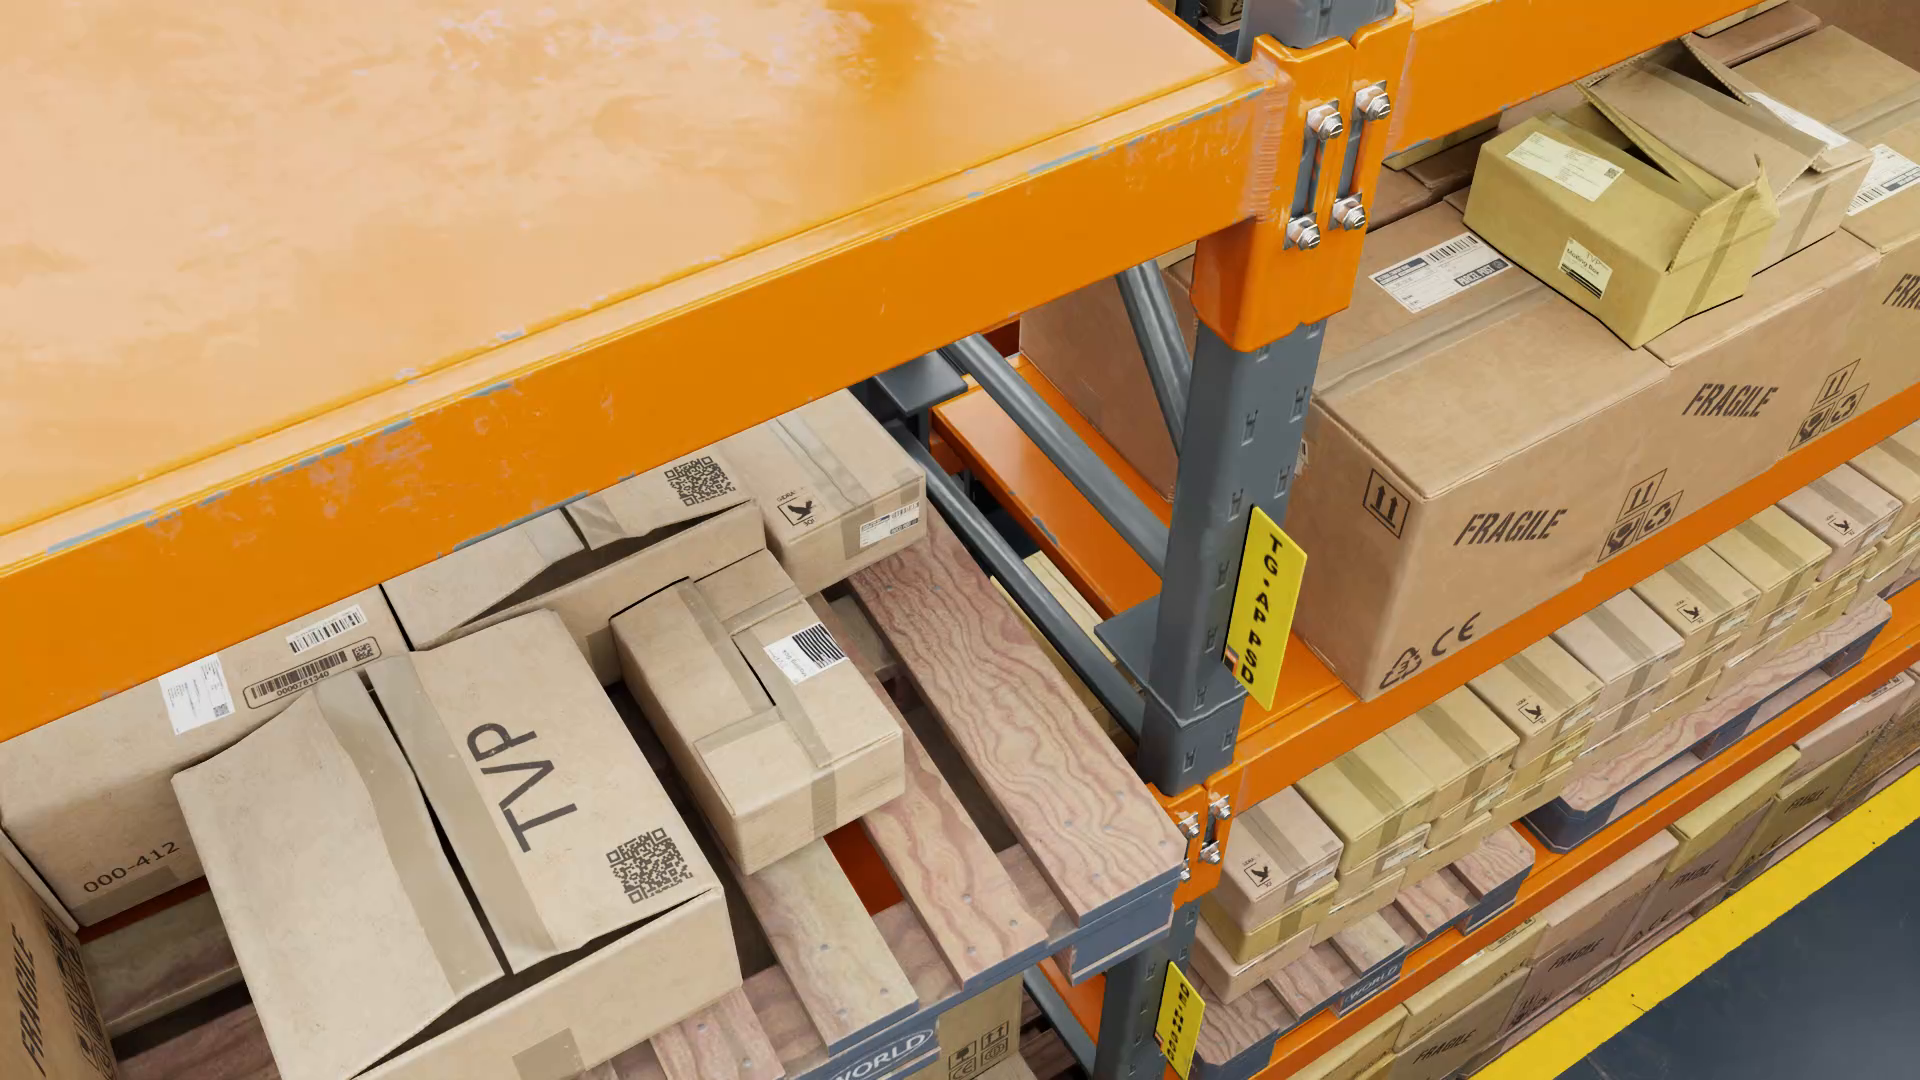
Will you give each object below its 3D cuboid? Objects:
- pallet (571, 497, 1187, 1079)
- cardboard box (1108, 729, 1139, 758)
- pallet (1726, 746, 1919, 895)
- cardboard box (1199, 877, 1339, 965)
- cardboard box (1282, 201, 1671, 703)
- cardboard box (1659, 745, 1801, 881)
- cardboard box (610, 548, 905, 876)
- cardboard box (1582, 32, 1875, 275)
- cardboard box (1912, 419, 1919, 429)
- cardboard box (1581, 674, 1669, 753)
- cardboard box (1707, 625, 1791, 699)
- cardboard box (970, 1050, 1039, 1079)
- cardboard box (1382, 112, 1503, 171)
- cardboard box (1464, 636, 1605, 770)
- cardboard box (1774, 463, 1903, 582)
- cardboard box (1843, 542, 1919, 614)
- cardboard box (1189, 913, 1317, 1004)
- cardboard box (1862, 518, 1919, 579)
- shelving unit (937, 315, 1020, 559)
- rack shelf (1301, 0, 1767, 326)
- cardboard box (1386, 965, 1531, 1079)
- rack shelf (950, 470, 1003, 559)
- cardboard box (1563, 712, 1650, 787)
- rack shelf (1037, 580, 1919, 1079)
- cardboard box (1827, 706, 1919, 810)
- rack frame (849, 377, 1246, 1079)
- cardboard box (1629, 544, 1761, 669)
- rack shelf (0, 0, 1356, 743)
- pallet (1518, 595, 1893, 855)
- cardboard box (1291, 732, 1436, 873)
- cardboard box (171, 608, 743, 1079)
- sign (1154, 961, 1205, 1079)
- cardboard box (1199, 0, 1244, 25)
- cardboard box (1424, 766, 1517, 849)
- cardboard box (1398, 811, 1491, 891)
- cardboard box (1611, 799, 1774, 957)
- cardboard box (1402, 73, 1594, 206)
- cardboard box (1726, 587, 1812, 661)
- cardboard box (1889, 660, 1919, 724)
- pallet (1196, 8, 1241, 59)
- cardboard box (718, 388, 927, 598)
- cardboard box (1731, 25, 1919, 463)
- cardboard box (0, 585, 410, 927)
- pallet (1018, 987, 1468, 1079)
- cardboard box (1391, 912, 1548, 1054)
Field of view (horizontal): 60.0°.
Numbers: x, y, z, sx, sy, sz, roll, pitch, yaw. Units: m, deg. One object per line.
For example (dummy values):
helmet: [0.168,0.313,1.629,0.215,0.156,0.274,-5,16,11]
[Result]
pallet: [-0.407,0.294,2.543,1.003,0.211,1.213,-23,52,-19]
cardboard box: [0.281,0.396,4.221,0.250,0.149,0.380,-24,53,-20]
pallet: [2.835,0.583,6.035,1.213,0.211,1.003,-25,53,-21]
cardboard box: [0.625,0.718,3.735,0.250,0.149,0.380,-23,52,-19]
cardboard box: [0.735,-0.152,2.746,0.500,0.500,0.500,-25,53,-21]
cardboard box: [2.116,0.659,4.990,0.500,0.250,0.500,-27,54,-22]
cardboard box: [-0.280,0.223,2.287,0.250,0.166,0.380,-25,53,-21]
cardboard box: [1.229,-0.666,2.692,0.258,0.266,0.396,-25,53,-21]
cardboard box: [2.589,-0.312,4.453,0.250,0.149,0.380,-25,53,-21]
cardboard box: [1.502,0.301,4.107,0.250,0.149,0.380,-25,53,-21]
cardboard box: [1.937,0.199,4.396,0.250,0.149,0.380,-27,54,-22]
cardboard box: [-0.128,1.254,3.503,0.500,0.500,0.500,-25,53,-21]
cardboard box: [0.739,-0.886,2.888,0.258,0.266,0.396,-25,53,-21]
cardboard box: [1.264,0.314,3.896,0.250,0.149,0.380,-27,54,-22]
cardboard box: [2.154,-0.107,4.271,0.250,0.149,0.380,-27,54,-22]
cardboard box: [2.387,-0.012,4.584,0.250,0.149,0.380,-27,54,-22]
cardboard box: [0.596,0.832,3.833,0.250,0.149,0.380,-26,53,-21]
cardboard box: [2.378,-0.110,4.472,0.250,0.149,0.380,-28,54,-23]
shelving unit: [0.140,-0.764,5.970,0.503,2.100,0.431,-25,53,-21]
rack shelf: [1.801,-1.481,2.738,4.000,0.370,1.077,-25,53,-21]
cardboard box: [1.267,1.307,4.915,0.500,0.500,0.500,-25,53,-20]
rack shelf: [0.140,-0.290,6.503,0.480,0.518,0.431,-25,53,-21]
cardboard box: [1.502,0.401,4.217,0.250,0.149,0.380,-24,52,-20]
rack shelf: [1.801,0.381,4.829,4.000,0.370,1.077,-25,53,-21]
cardboard box: [3.001,0.490,5.643,0.500,0.500,0.500,-26,53,-21]
rack frame: [0.110,0.939,3.851,0.127,3.000,1.000,-25,53,-21]
cardboard box: [1.714,0.098,4.088,0.250,0.149,0.380,-24,52,-20]
rack shelf: [-1.582,0.113,1.319,4.000,0.370,1.077,-25,53,-21]
pallet: [1.762,0.188,4.648,1.213,0.211,1.003,-25,53,-21]
cardboard box: [0.830,0.514,3.718,0.250,0.149,0.380,-27,54,-22]
cardboard box: [-0.614,0.404,2.030,0.500,0.311,0.500,-25,53,-21]
sign: [0.408,0.903,3.107,0.005,0.325,0.100,-25,53,-21]
cardboard box: [1.532,-3.474,8.922,0.875,0.875,0.875,-25,53,-21]
cardboard box: [1.078,0.500,3.929,0.250,0.149,0.380,-27,54,-22]
cardboard box: [1.051,0.617,4.024,0.250,0.149,0.380,-23,52,-19]
cardboard box: [2.131,0.896,5.281,0.500,0.500,0.500,-26,53,-22]
cardboard box: [0.873,-0.688,3.224,0.500,0.500,0.500,-25,53,-21]
cardboard box: [1.940,0.094,4.291,0.250,0.149,0.380,-23,52,-20]
cardboard box: [2.997,0.243,5.360,0.500,0.250,0.500,-27,53,-22]
pallet: [1.616,-3.154,9.363,1.213,0.211,1.003,-25,53,-21]
cardboard box: [-0.258,-0.116,2.602,0.250,0.149,0.380,-27,54,-22]
cardboard box: [1.574,-0.558,3.108,0.500,0.500,0.500,-25,53,-21]
cardboard box: [-1.044,0.167,2.282,0.500,0.250,0.500,-24,53,-20]
pallet: [0.771,1.556,5.169,1.213,0.211,1.003,-25,53,-21]
cardboard box: [1.251,1.057,4.636,0.500,0.250,0.500,-26,53,-21]
